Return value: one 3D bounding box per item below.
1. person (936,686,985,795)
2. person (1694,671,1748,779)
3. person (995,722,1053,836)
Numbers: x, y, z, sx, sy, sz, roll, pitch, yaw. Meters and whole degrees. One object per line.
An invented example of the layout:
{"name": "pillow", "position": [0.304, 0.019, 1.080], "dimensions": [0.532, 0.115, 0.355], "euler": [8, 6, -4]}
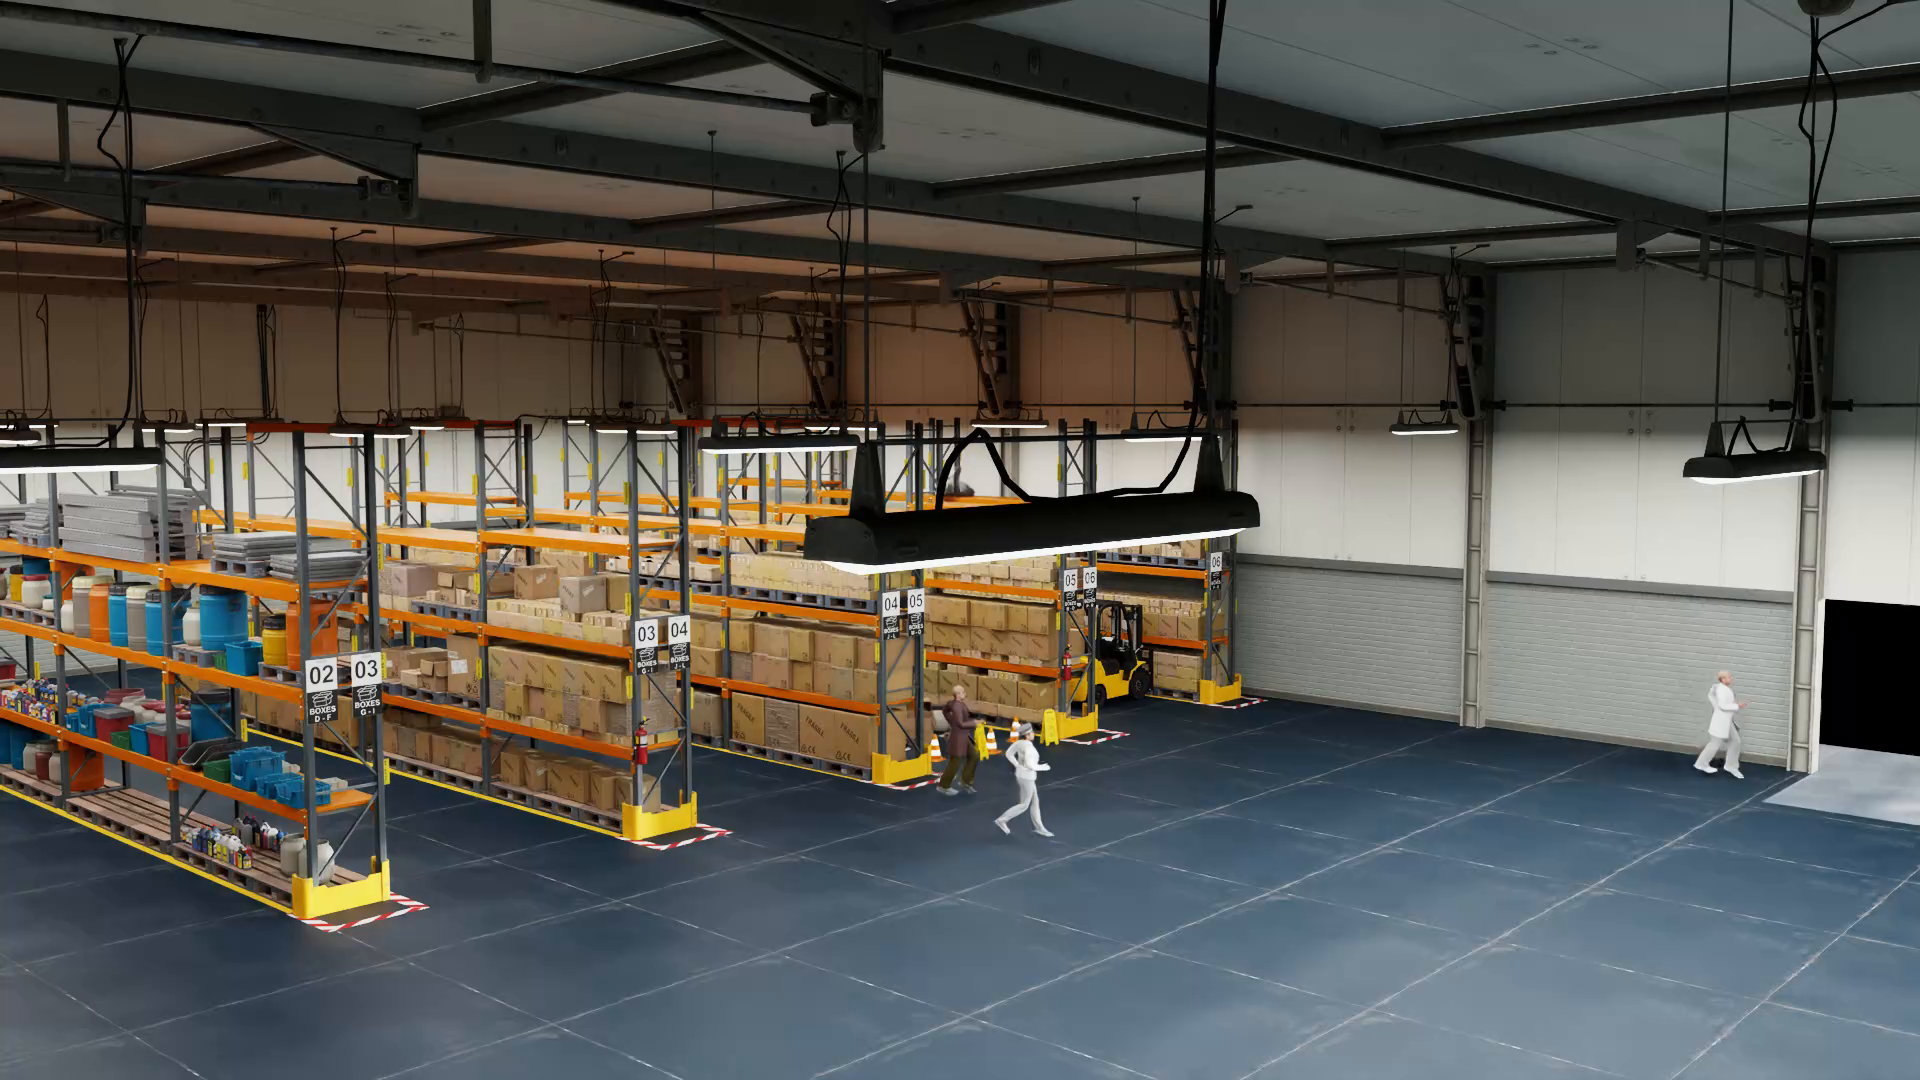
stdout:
{"name": "person", "position": [0.004, 3.252, 26.852], "dimensions": [0.790, 1.827, 0.720], "euler": [0, 5, 4]}
{"name": "person", "position": [12.954, 3.131, 28.270], "dimensions": [0.811, 1.837, 0.699], "euler": [3, 6, 33]}
{"name": "person", "position": [0.931, 3.508, 24.222], "dimensions": [0.904, 1.716, 0.632], "euler": [-1, 5, -14]}
